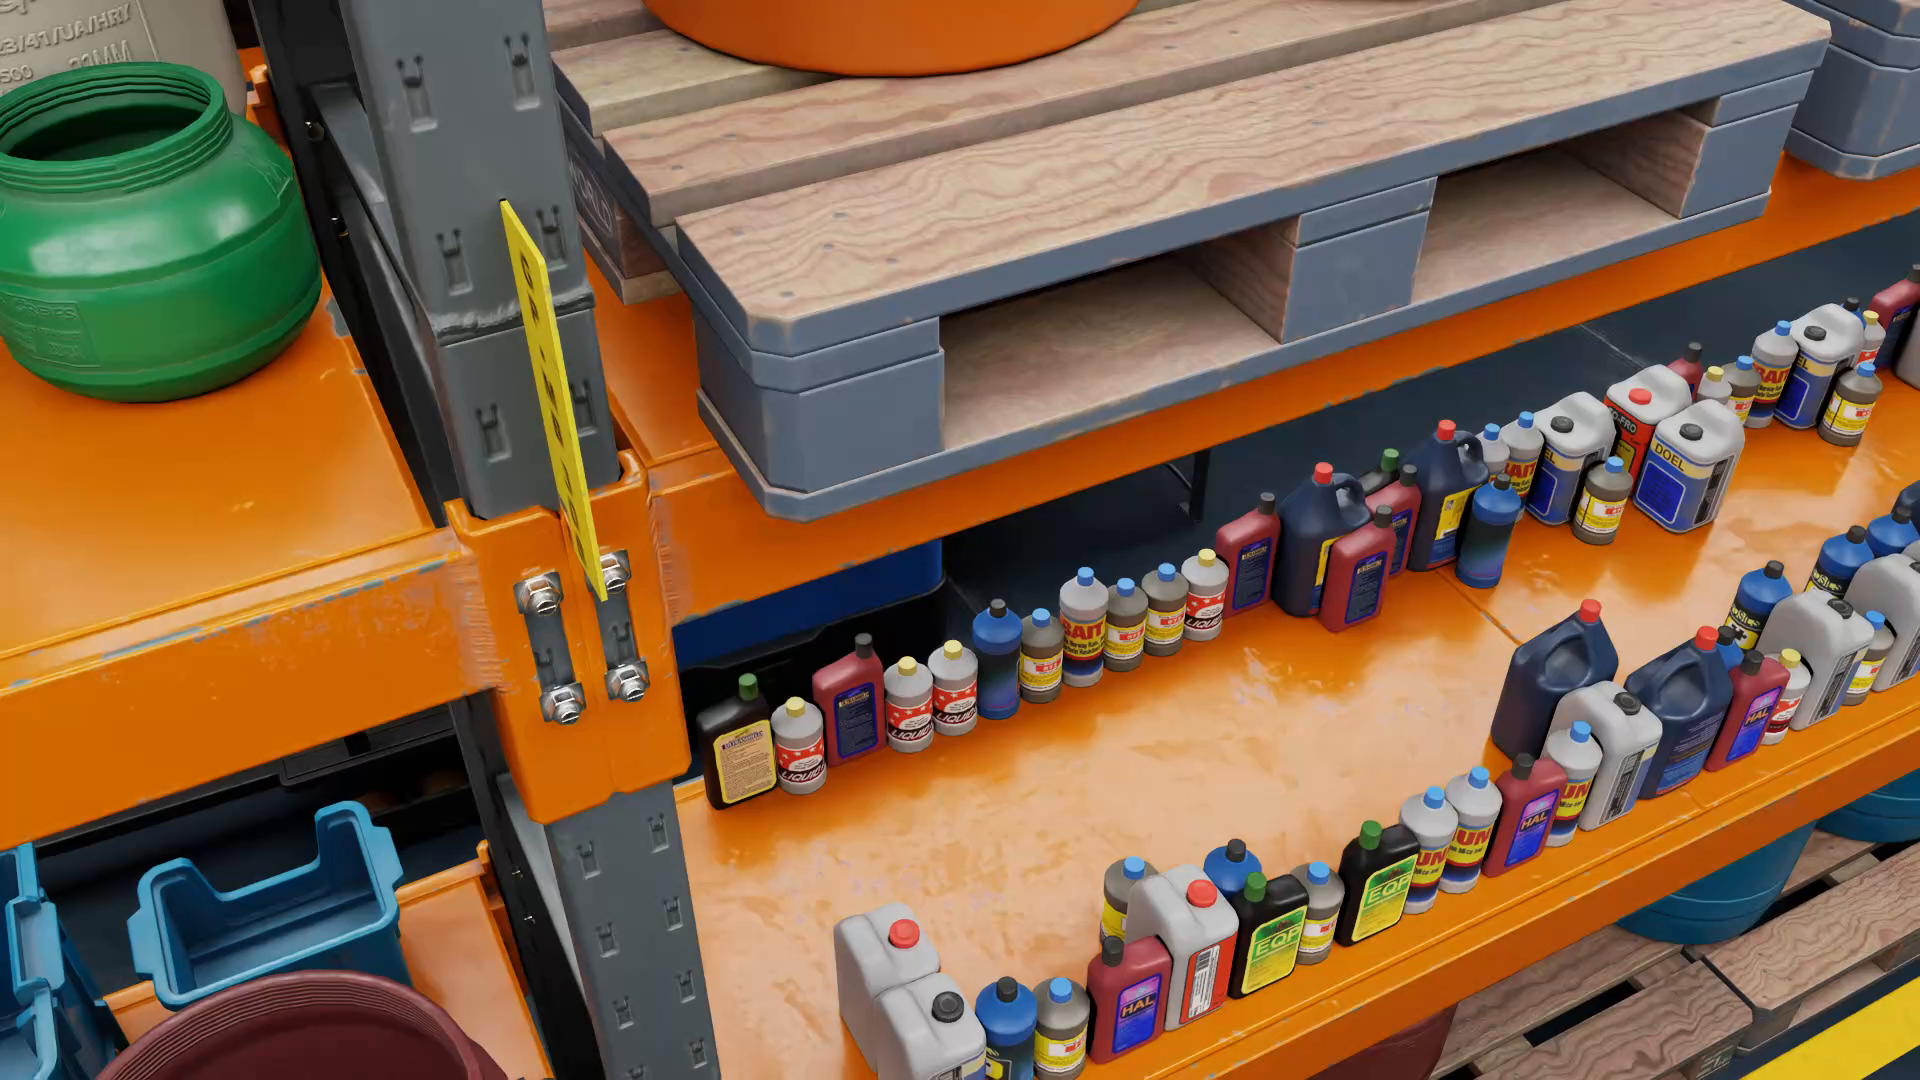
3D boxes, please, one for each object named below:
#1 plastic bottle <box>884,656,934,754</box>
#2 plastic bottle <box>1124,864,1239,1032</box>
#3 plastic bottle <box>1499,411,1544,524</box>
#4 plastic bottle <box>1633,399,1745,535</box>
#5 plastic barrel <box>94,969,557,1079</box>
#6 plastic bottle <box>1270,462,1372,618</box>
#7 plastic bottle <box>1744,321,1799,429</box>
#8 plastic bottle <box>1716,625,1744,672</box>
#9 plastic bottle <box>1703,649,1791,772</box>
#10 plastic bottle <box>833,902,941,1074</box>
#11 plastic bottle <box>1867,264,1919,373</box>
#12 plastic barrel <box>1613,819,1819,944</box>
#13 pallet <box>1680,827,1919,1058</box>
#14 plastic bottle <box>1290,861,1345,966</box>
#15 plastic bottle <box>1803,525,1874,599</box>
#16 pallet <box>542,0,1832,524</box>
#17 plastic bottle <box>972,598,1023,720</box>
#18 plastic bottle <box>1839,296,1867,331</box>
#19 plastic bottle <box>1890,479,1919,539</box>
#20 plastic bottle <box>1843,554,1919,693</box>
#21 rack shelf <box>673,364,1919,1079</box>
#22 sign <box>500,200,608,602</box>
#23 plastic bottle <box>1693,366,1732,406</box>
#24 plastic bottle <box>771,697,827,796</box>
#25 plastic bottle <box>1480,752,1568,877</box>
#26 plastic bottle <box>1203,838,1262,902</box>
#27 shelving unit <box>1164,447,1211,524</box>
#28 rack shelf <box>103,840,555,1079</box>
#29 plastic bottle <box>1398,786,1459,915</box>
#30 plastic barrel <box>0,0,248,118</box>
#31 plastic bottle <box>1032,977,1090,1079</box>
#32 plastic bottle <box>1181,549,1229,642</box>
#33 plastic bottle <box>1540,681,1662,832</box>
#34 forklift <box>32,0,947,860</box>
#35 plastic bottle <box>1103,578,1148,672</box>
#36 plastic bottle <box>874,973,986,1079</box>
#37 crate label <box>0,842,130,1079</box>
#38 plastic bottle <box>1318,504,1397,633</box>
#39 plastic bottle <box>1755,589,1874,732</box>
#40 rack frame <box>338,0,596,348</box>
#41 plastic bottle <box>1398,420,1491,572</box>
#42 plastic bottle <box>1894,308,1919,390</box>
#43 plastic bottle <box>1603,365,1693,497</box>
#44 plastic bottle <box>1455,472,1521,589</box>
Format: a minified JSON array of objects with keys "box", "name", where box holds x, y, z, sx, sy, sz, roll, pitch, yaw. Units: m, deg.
[{"box":[-0.100,0.309,3.217,0.097,0.201,0.097,0,40,0],"name":"plastic bottle"},{"box":[0.366,0.657,2.748,0.135,0.276,0.152,-19,44,-21],"name":"plastic bottle"},{"box":[1.242,-0.169,3.727,0.097,0.271,0.097,0,40,0],"name":"plastic bottle"},{"box":[1.633,-0.172,3.727,0.135,0.276,0.152,-19,44,-21],"name":"plastic bottle"},{"box":[-0.849,0.952,2.199,0.708,0.536,0.600,-19,44,-21],"name":"plastic barrel"},{"box":[0.759,-0.020,3.490,0.185,0.351,0.144,-19,44,-21],"name":"plastic bottle"},{"box":[1.944,-0.405,4.007,0.097,0.271,0.097,0,40,0],"name":"plastic bottle"},{"box":[1.437,0.274,3.204,0.097,0.271,0.097,0,40,0],"name":"plastic bottle"},{"box":[1.490,0.309,3.153,0.133,0.283,0.061,-19,44,-21],"name":"plastic bottle"},{"box":[-0.114,0.708,2.688,0.135,0.276,0.152,-19,44,-21],"name":"plastic bottle"},{"box":[2.330,-0.553,4.172,0.133,0.283,0.061,-19,44,-21],"name":"plastic bottle"},{"box":[1.852,0.502,4.134,0.708,0.901,0.600,-19,44,-21],"name":"plastic barrel"},{"box":[2.267,0.768,4.679,1.213,0.211,1.003,-19,44,-21],"name":"pallet"},{"box":[0.600,0.627,2.842,0.097,0.201,0.097,0,40,0],"name":"plastic bottle"},{"box":[1.806,0.083,3.429,0.097,0.271,0.097,0,40,0],"name":"plastic bottle"},{"box":[0.146,-0.554,1.907,1.213,0.211,1.003,-19,44,-21],"name":"pallet"},{"box":[0.073,0.224,3.263,0.097,0.271,0.097,0,40,0],"name":"plastic bottle"},{"box":[2.150,-0.474,4.088,0.097,0.271,0.097,0,40,0],"name":"plastic bottle"},{"box":[2.076,-0.049,3.524,0.185,0.351,0.144,-19,44,-21],"name":"plastic bottle"},{"box":[1.880,0.148,3.350,0.135,0.276,0.152,-19,44,-21],"name":"plastic bottle"},{"box":[1.197,0.369,3.549,4.000,0.370,1.077,-19,44,-21],"name":"rack shelf"},{"box":[-0.317,-0.100,1.306,0.005,0.325,0.100,-19,44,-21],"name":"sign"},{"box":[1.771,-0.320,3.961,0.097,0.201,0.097,0,40,0],"name":"plastic bottle"},{"box":[-0.305,0.378,3.135,0.097,0.201,0.097,0,40,0],"name":"plastic bottle"},{"box":[1.002,0.473,2.959,0.133,0.283,0.061,-19,44,-21],"name":"plastic bottle"},{"box":[0.454,0.605,2.813,0.097,0.271,0.097,0,40,0],"name":"plastic bottle"},{"box":[0.268,-0.640,5.346,1.048,1.500,0.538,-17,43,-19],"name":"shelving unit"},{"box":[-2.351,1.563,2.139,4.000,0.370,1.077,-19,44,-21],"name":"rack shelf"},{"box":[0.805,0.531,2.901,0.097,0.271,0.097,0,40,0],"name":"plastic bottle"},{"box":[-0.994,-0.579,1.704,0.421,0.512,0.421,0,40,0],"name":"plastic barrel"},{"box":[0.158,0.775,2.666,0.097,0.201,0.097,0,40,0],"name":"plastic bottle"},{"box":[0.504,0.106,3.457,0.097,0.201,0.097,0,40,0],"name":"plastic bottle"},{"box":[1.186,0.381,3.074,0.135,0.276,0.152,-19,44,-21],"name":"plastic bottle"},{"box":[-1.600,-0.636,4.232,3.031,2.935,1.130,-17,43,-19],"name":"forklift"},{"box":[0.332,0.164,3.388,0.097,0.201,0.097,0,40,0],"name":"plastic bottle"},{"box":[-0.044,0.795,2.585,0.135,0.276,0.152,-19,44,-21],"name":"plastic bottle"},{"box":[-1.583,0.819,2.433,0.616,0.435,0.502,-19,44,-21],"name":"crate label"},{"box":[0.829,0.057,3.451,0.133,0.283,0.061,-19,44,-21],"name":"plastic bottle"},{"box":[1.674,0.217,3.268,0.135,0.276,0.152,-19,44,-21],"name":"plastic bottle"},{"box":[-0.577,-1.598,0.673,0.127,3.000,1.000,-19,44,-21],"name":"rack frame"},{"box":[1.041,-0.115,3.602,0.185,0.351,0.144,-19,44,-21],"name":"plastic bottle"},{"box":[2.473,-0.552,4.119,0.185,0.351,0.144,-19,44,-21],"name":"plastic bottle"},{"box":[1.563,-0.259,3.830,0.135,0.276,0.152,-19,44,-21],"name":"plastic bottle"},{"box":[1.136,-0.028,3.561,0.097,0.271,0.097,0,40,0],"name":"plastic bottle"}]
